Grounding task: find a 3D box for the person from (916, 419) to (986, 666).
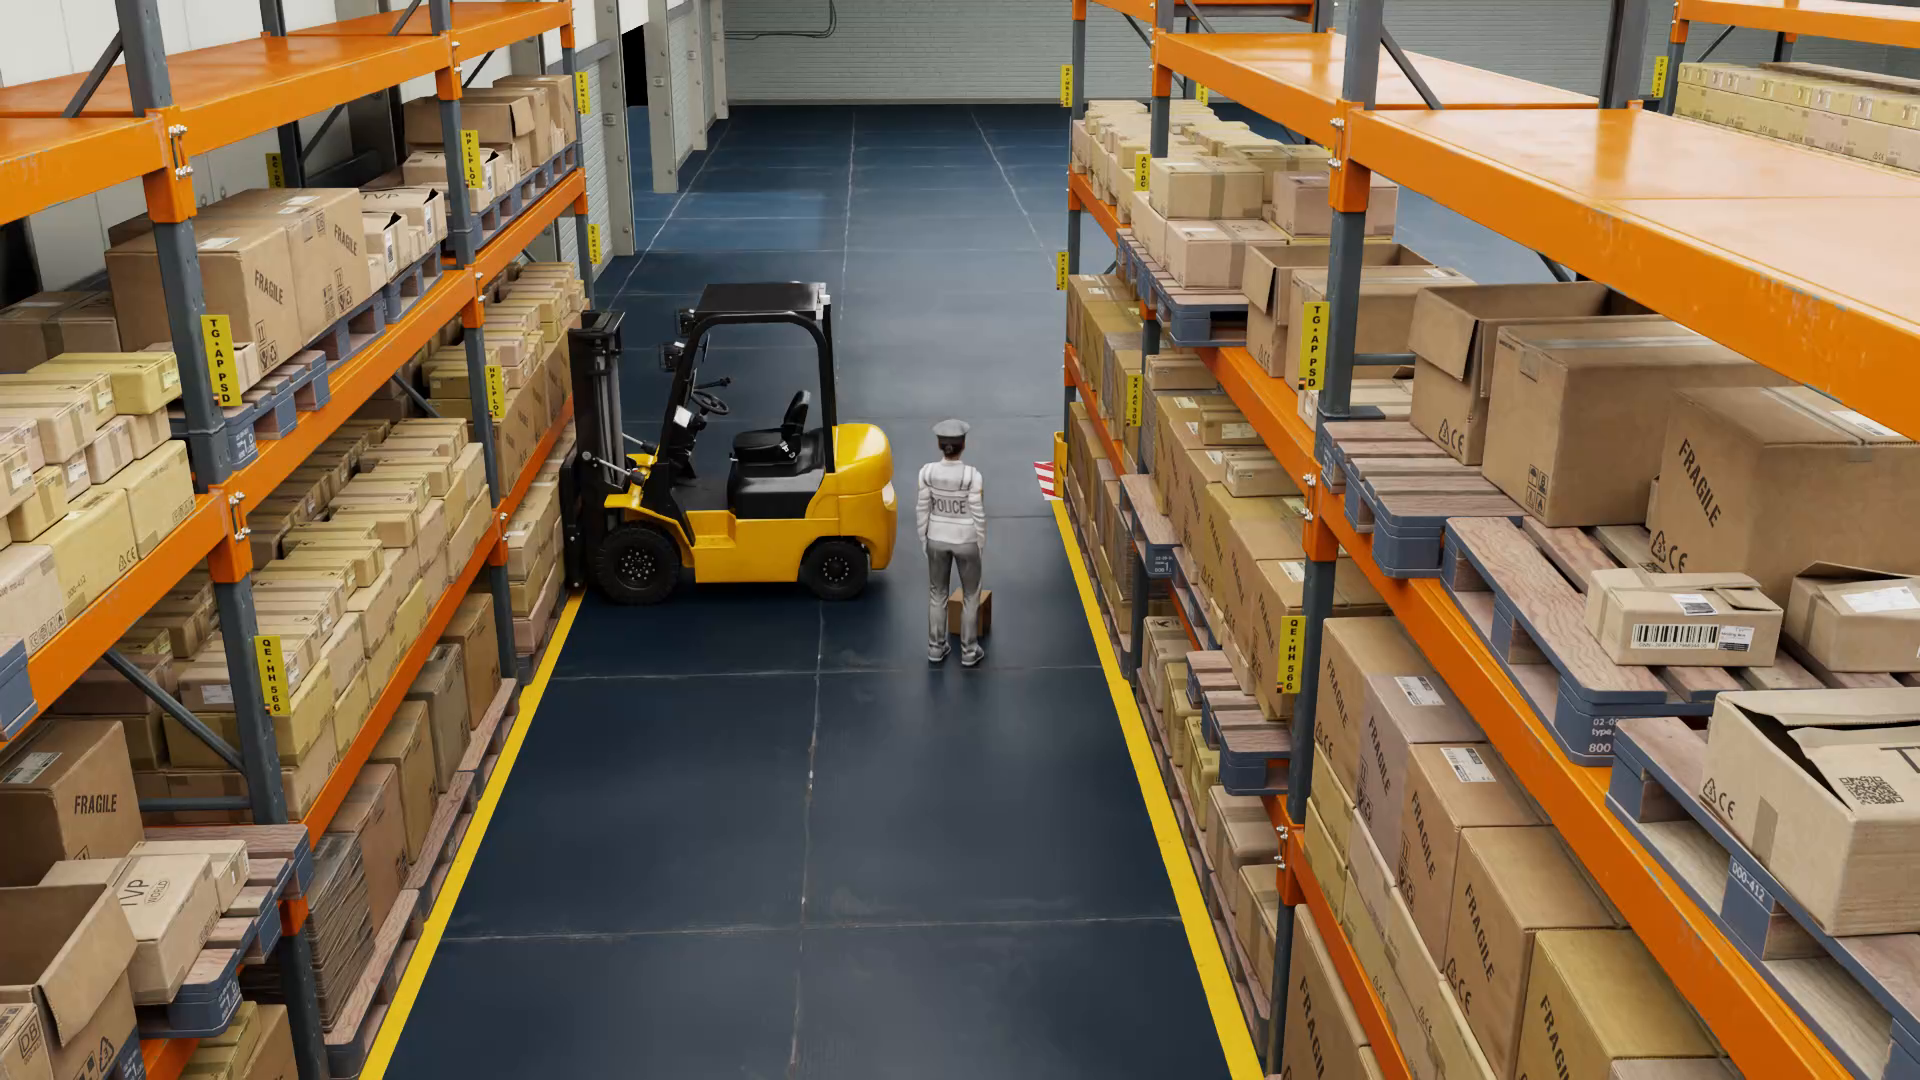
[{"bbox_3d":[-0.050,0.024,11.025,0.473,1.661,0.331,6,21,16],"label":"person"}]
